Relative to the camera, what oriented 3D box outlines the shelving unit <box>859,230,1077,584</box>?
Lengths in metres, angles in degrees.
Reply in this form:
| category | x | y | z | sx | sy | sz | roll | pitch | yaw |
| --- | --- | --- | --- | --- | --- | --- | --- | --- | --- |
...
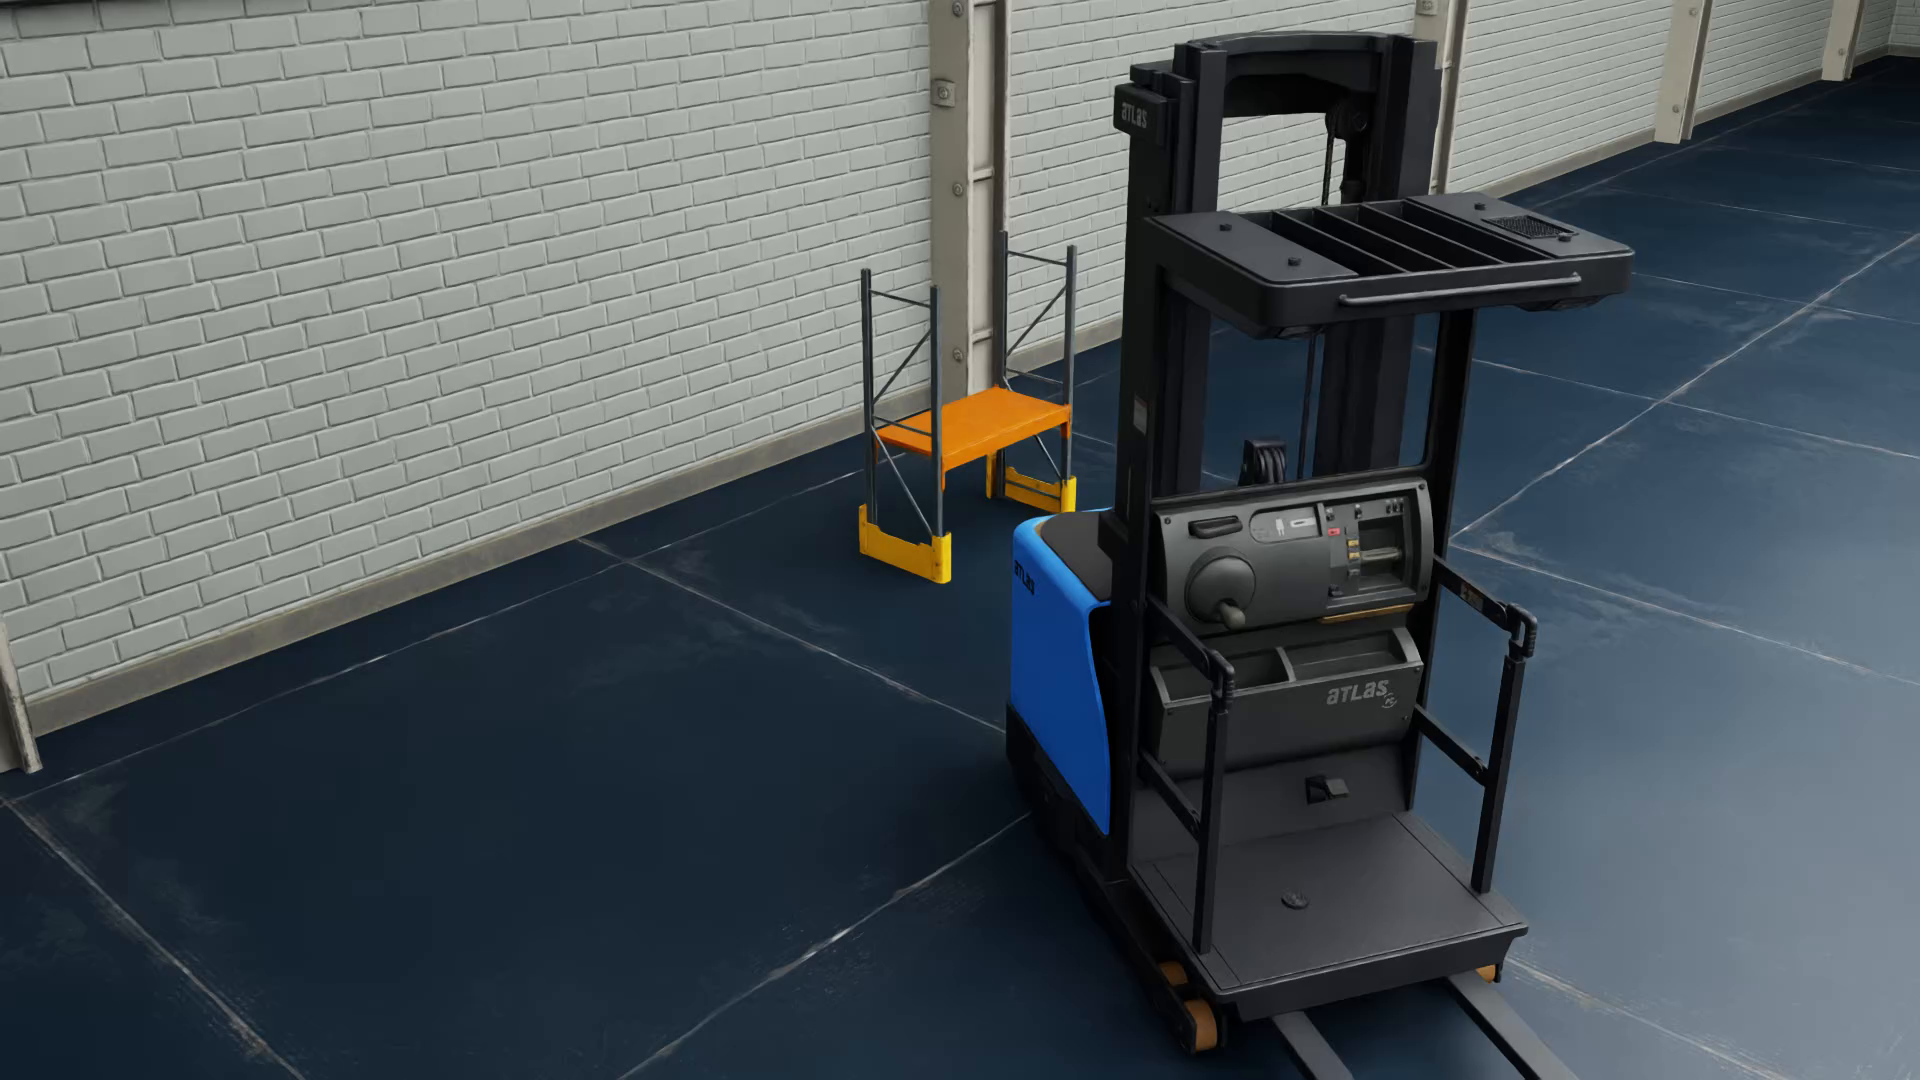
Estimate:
| category | x | y | z | sx | sy | sz | roll | pitch | yaw |
| --- | --- | --- | --- | --- | --- | --- | --- | --- | --- |
| shelving unit | 0.051 | -0.708 | 8.495 | 0.587 | 1.500 | 1.083 | 20 | 31 | 38 |

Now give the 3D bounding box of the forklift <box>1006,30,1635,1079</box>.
| category | x | y | z | sx | sy | sz | roll | pitch | yaw |
| --- | --- | --- | --- | --- | --- | --- | --- | --- | --- |
| forklift | 1.124 | 0.075 | 5.000 | 1.130 | 2.935 | 3.031 | -8 | 25 | -16 |

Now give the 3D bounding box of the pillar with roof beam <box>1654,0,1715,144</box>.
| category | x | y | z | sx | sy | sz | roll | pitch | yaw |
| --- | --- | --- | --- | --- | --- | --- | --- | --- | --- |
| pillar with roof beam | 11.279 | -7.476 | 14.425 | 9.100 | 9.000 | 0.400 | 20 | 31 | 38 |

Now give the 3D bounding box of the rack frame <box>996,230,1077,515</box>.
| category | x | y | z | sx | sy | sz | roll | pitch | yaw |
| --- | --- | --- | --- | --- | --- | --- | --- | --- | --- |
| rack frame | 0.396 | -0.865 | 8.847 | 0.500 | 1.500 | 0.032 | 20 | 31 | 38 |

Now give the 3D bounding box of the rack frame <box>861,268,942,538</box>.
| category | x | y | z | sx | sy | sz | roll | pitch | yaw |
| --- | --- | --- | --- | --- | --- | --- | --- | --- | --- |
| rack frame | -0.282 | -0.555 | 8.156 | 0.500 | 1.500 | 0.032 | 20 | 31 | 38 |

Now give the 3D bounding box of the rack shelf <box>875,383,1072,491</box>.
| category | x | y | z | sx | sy | sz | roll | pitch | yaw |
| --- | --- | --- | --- | --- | --- | --- | --- | --- | --- |
| rack shelf | 0.057 | -0.546 | 8.575 | 0.538 | 0.185 | 1.000 | 20 | 31 | 38 |

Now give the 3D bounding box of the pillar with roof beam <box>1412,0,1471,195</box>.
| category | x | y | z | sx | sy | sz | roll | pitch | yaw |
| --- | --- | --- | --- | --- | --- | --- | --- | --- | --- |
| pillar with roof beam | 7.274 | -5.648 | 10.348 | 9.100 | 9.000 | 0.400 | 20 | 31 | 38 |

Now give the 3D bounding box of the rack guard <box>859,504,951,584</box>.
| category | x | y | z | sx | sy | sz | roll | pitch | yaw |
| --- | --- | --- | --- | --- | --- | --- | --- | --- | --- |
| rack guard | -0.281 | 0.014 | 8.412 | 0.587 | 0.250 | 0.087 | 20 | 31 | 38 |

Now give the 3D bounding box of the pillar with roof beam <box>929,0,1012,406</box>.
| category | x | y | z | sx | sy | sz | roll | pitch | yaw |
| --- | --- | --- | --- | --- | --- | --- | --- | --- | --- |
| pillar with roof beam | 3.270 | -3.820 | 6.271 | 9.100 | 9.000 | 0.400 | 20 | 31 | 38 |

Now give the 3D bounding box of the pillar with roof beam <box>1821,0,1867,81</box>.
| category | x | y | z | sx | sy | sz | roll | pitch | yaw |
| --- | --- | --- | --- | --- | --- | --- | --- | --- | --- |
| pillar with roof beam | 15.283 | -9.304 | 18.502 | 9.100 | 9.000 | 0.400 | 20 | 31 | 38 |

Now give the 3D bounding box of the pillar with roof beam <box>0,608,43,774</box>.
| category | x | y | z | sx | sy | sz | roll | pitch | yaw |
| --- | --- | --- | --- | --- | --- | --- | --- | --- | --- |
| pillar with roof beam | -0.735 | -1.992 | 2.194 | 9.100 | 9.000 | 0.400 | 20 | 31 | 38 |

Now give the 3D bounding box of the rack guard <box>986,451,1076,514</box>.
| category | x | y | z | sx | sy | sz | roll | pitch | yaw |
| --- | --- | --- | --- | --- | --- | --- | --- | --- | --- |
| rack guard | 0.383 | -0.289 | 9.089 | 0.587 | 0.250 | 0.087 | 20 | 31 | 38 |
